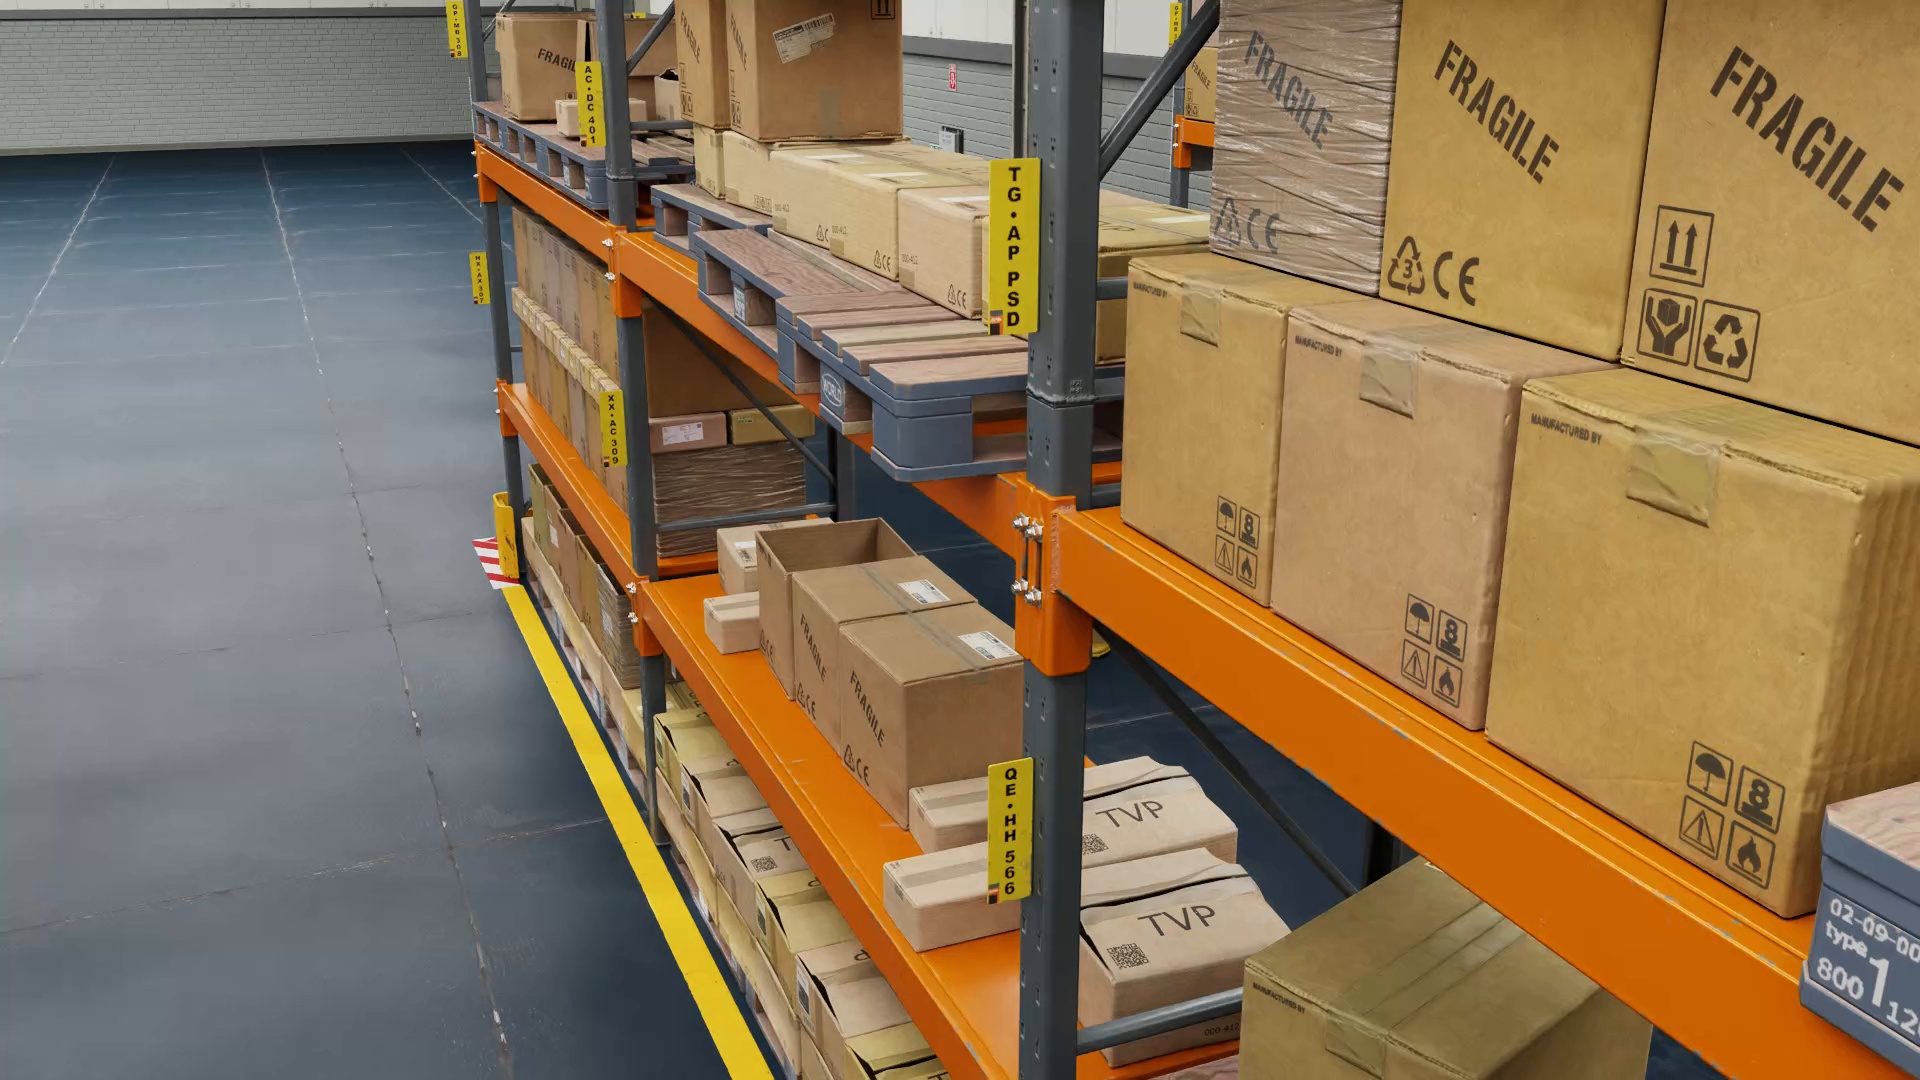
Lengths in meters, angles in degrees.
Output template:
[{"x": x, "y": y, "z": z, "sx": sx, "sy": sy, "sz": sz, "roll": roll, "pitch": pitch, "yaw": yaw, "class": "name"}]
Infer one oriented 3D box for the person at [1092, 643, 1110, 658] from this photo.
[{"x": 0.626, "y": -0.208, "z": 9.645, "sx": 0.456, "sy": 1.761, "sz": 0.628, "roll": -8, "pitch": 20, "yaw": -22, "class": "person"}]
